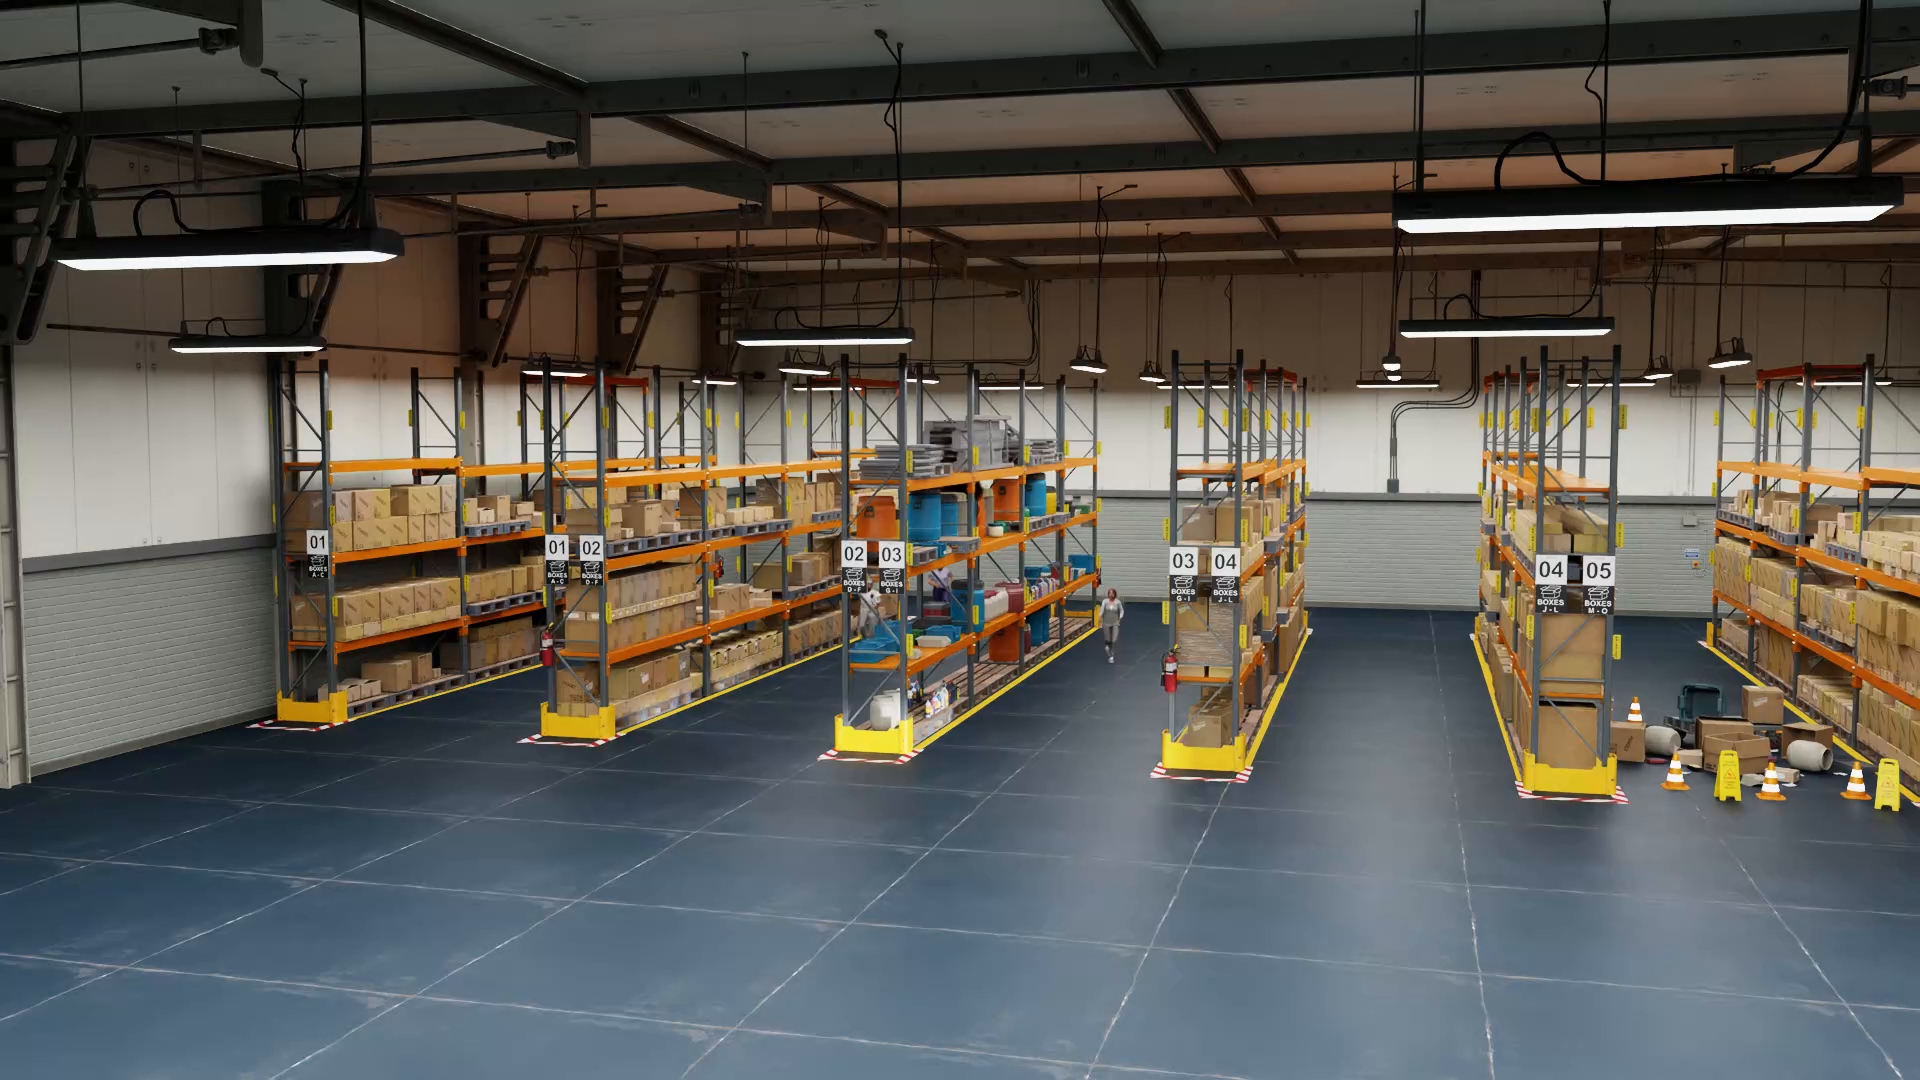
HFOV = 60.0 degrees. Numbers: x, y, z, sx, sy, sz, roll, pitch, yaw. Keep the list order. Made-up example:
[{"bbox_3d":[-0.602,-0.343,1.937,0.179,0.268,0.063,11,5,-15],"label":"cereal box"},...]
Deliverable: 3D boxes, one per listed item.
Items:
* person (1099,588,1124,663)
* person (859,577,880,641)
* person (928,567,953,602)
[{"bbox_3d":[3.141,1.761,34.495,0.517,1.553,0.586,0,4,4],"label":"person"},{"bbox_3d":[-1.934,1.603,35.449,0.485,1.644,0.802,0,4,5],"label":"person"},{"bbox_3d":[-0.470,1.298,40.026,0.606,1.680,0.864,0,4,2],"label":"person"}]
